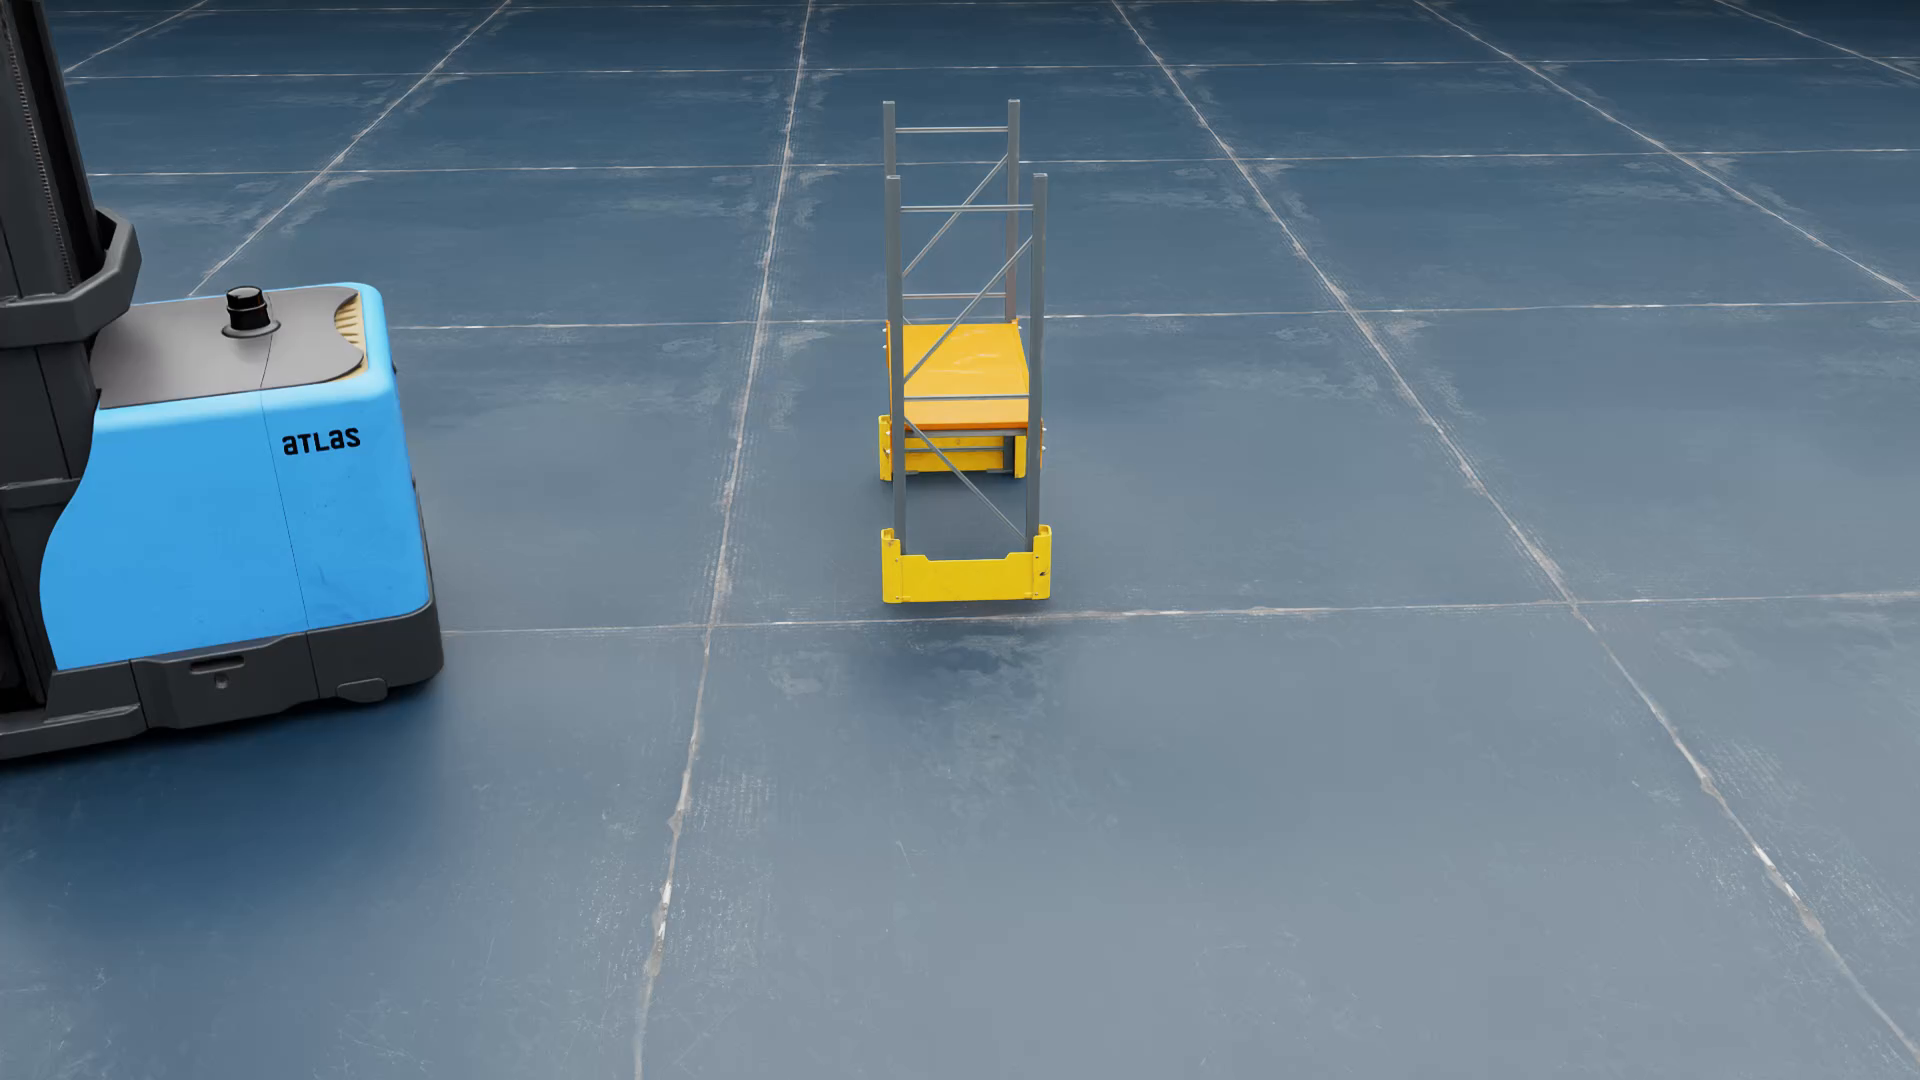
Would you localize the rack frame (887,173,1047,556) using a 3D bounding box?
[{"bbox_3d":[0.022,-0.470,5.529,0.500,1.500,0.032,-1,28,-3],"label":"rack frame"}]

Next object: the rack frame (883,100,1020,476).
[{"bbox_3d":[-0.031,-0.939,6.429,0.500,1.500,0.032,-1,28,-3],"label":"rack frame"}]

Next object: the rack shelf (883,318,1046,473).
[{"bbox_3d":[-0.004,-0.545,6.062,0.538,0.185,1.000,-1,28,-3],"label":"rack shelf"}]

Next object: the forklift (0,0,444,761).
[{"bbox_3d":[-3.226,-0.796,4.606,3.031,2.935,1.130,-9,29,-17],"label":"forklift"}]

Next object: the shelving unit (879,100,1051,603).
[{"bbox_3d":[-0.004,-0.700,5.971,0.587,1.500,1.083,-1,28,-3],"label":"shelving unit"}]

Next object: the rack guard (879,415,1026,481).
[{"bbox_3d":[-0.030,-0.376,6.701,0.587,0.250,0.087,-1,28,-3],"label":"rack guard"}]

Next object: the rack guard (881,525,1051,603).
[{"bbox_3d":[0.022,0.084,5.819,0.587,0.250,0.087,-1,28,-3],"label":"rack guard"}]
